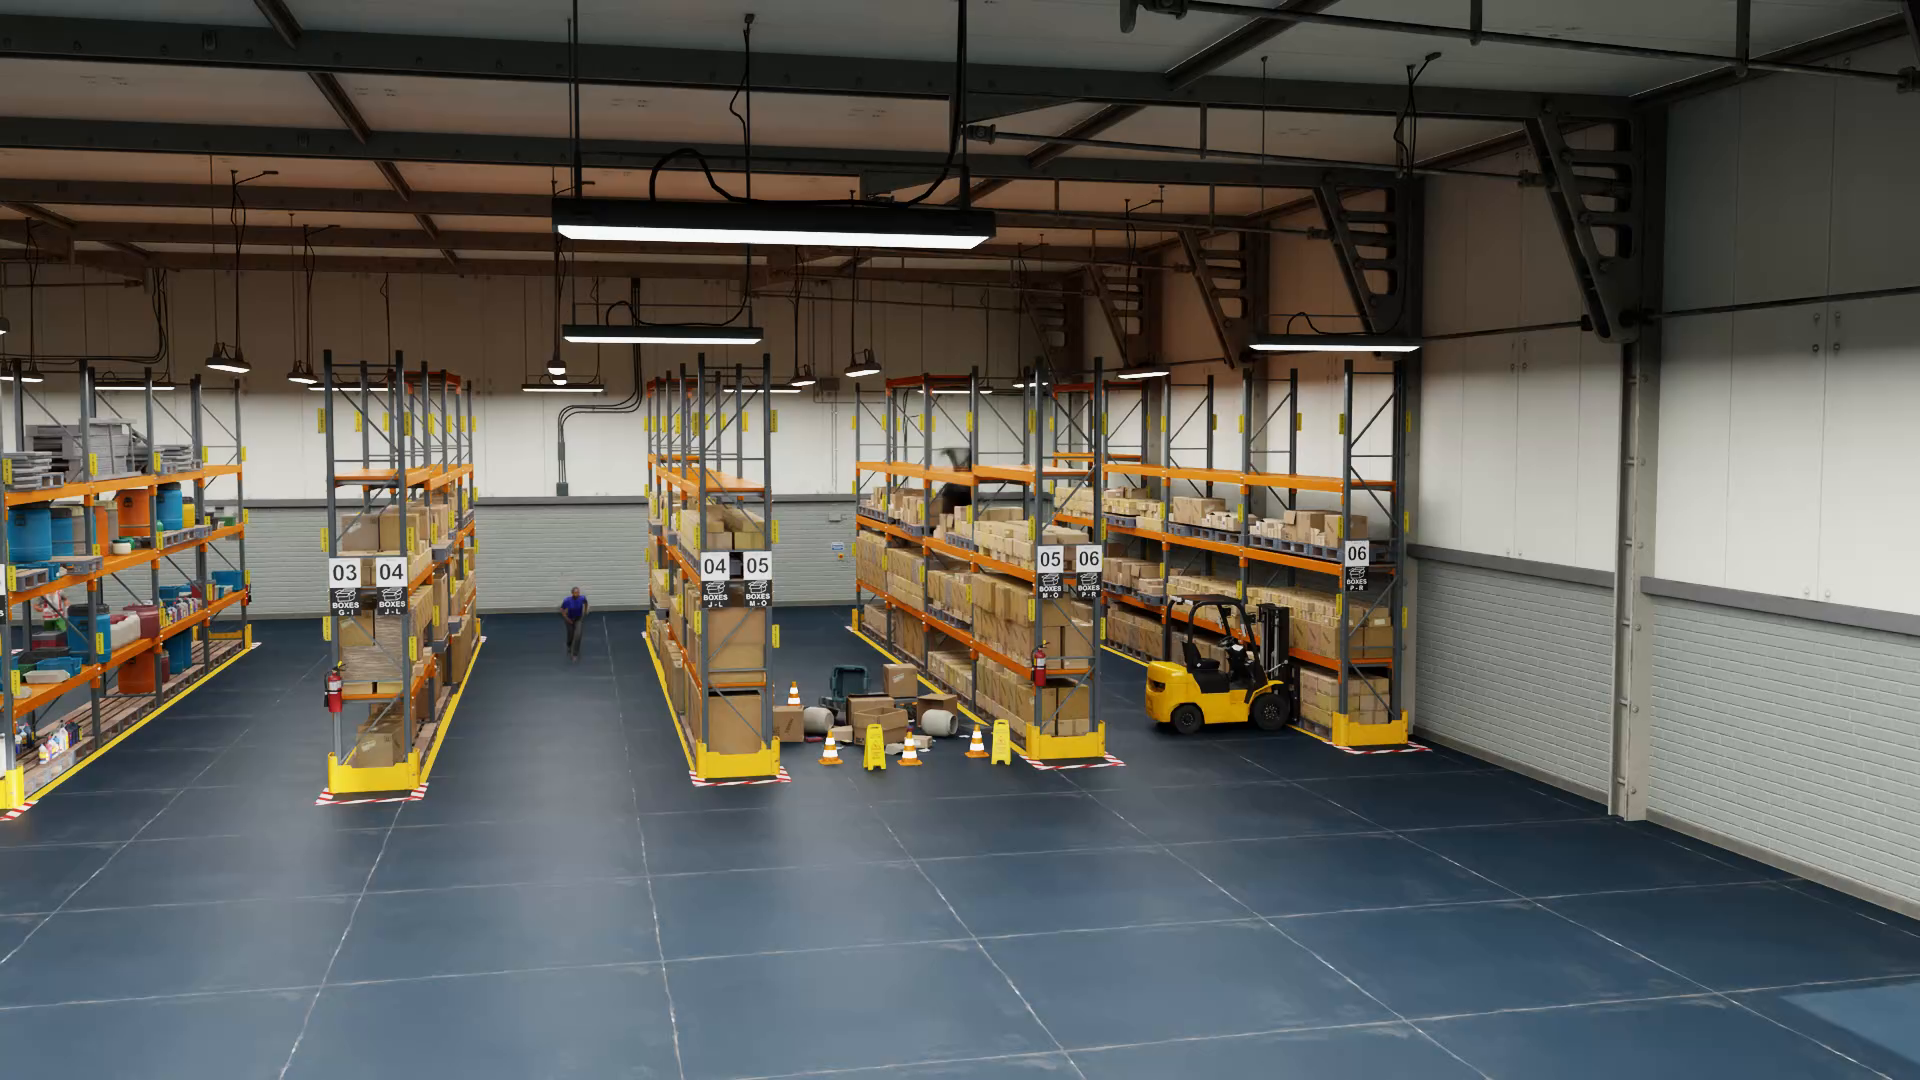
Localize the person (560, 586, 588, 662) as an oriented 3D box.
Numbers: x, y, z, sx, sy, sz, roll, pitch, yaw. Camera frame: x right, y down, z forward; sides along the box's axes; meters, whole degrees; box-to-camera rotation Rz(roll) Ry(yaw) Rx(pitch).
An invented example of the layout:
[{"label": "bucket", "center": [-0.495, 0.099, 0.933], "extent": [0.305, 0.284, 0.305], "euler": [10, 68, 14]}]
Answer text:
[{"label": "person", "center": [-8.249, 1.767, 35.472], "extent": [0.598, 1.618, 0.959], "euler": [-2, 4, -27]}]

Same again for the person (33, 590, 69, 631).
[{"label": "person", "center": [-19.024, 1.683, 34.834], "extent": [0.657, 1.793, 0.972], "euler": [-2, 5, -28]}]
